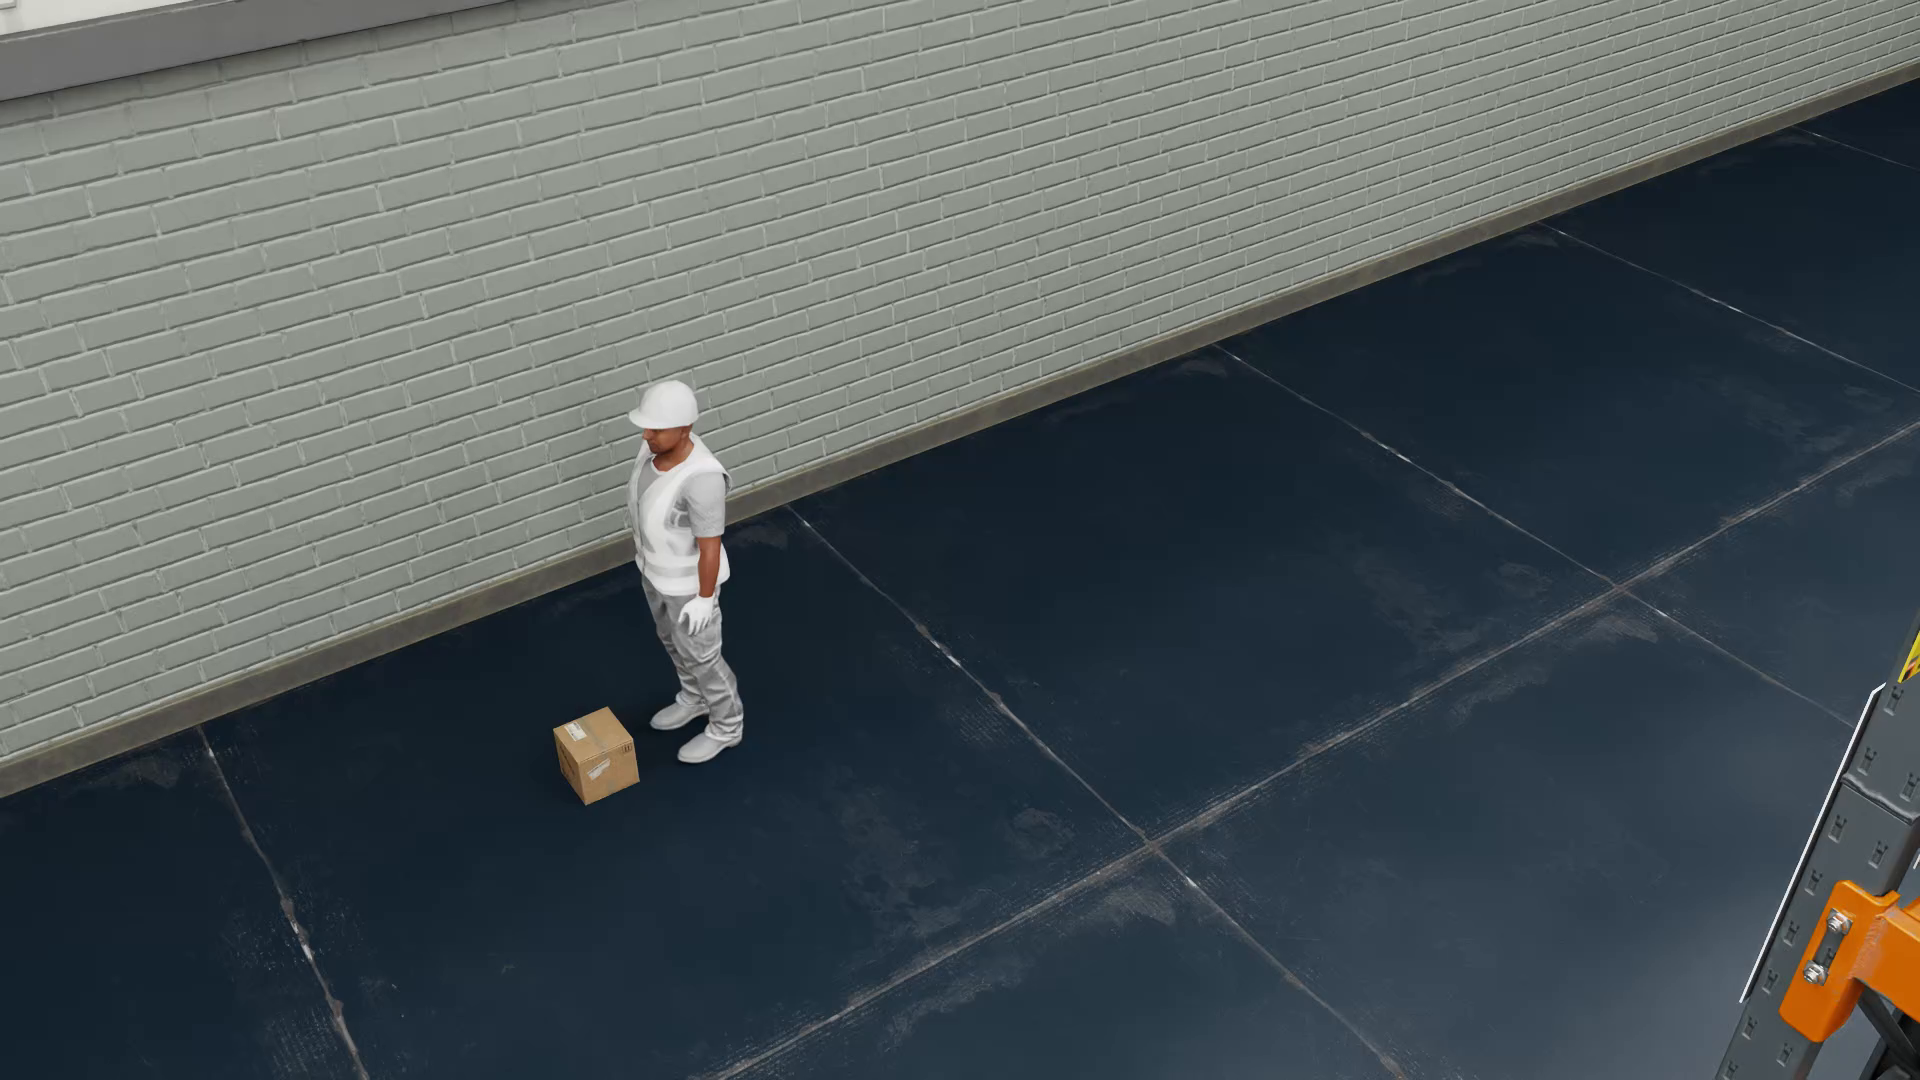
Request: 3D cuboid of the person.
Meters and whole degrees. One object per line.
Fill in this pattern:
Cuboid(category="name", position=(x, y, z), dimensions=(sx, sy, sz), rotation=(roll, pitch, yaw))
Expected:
Cuboid(category="person", position=(-1.131, 0.134, 6.801), dimensions=(0.359, 1.782, 0.545), rotation=(-21, 41, -27))
